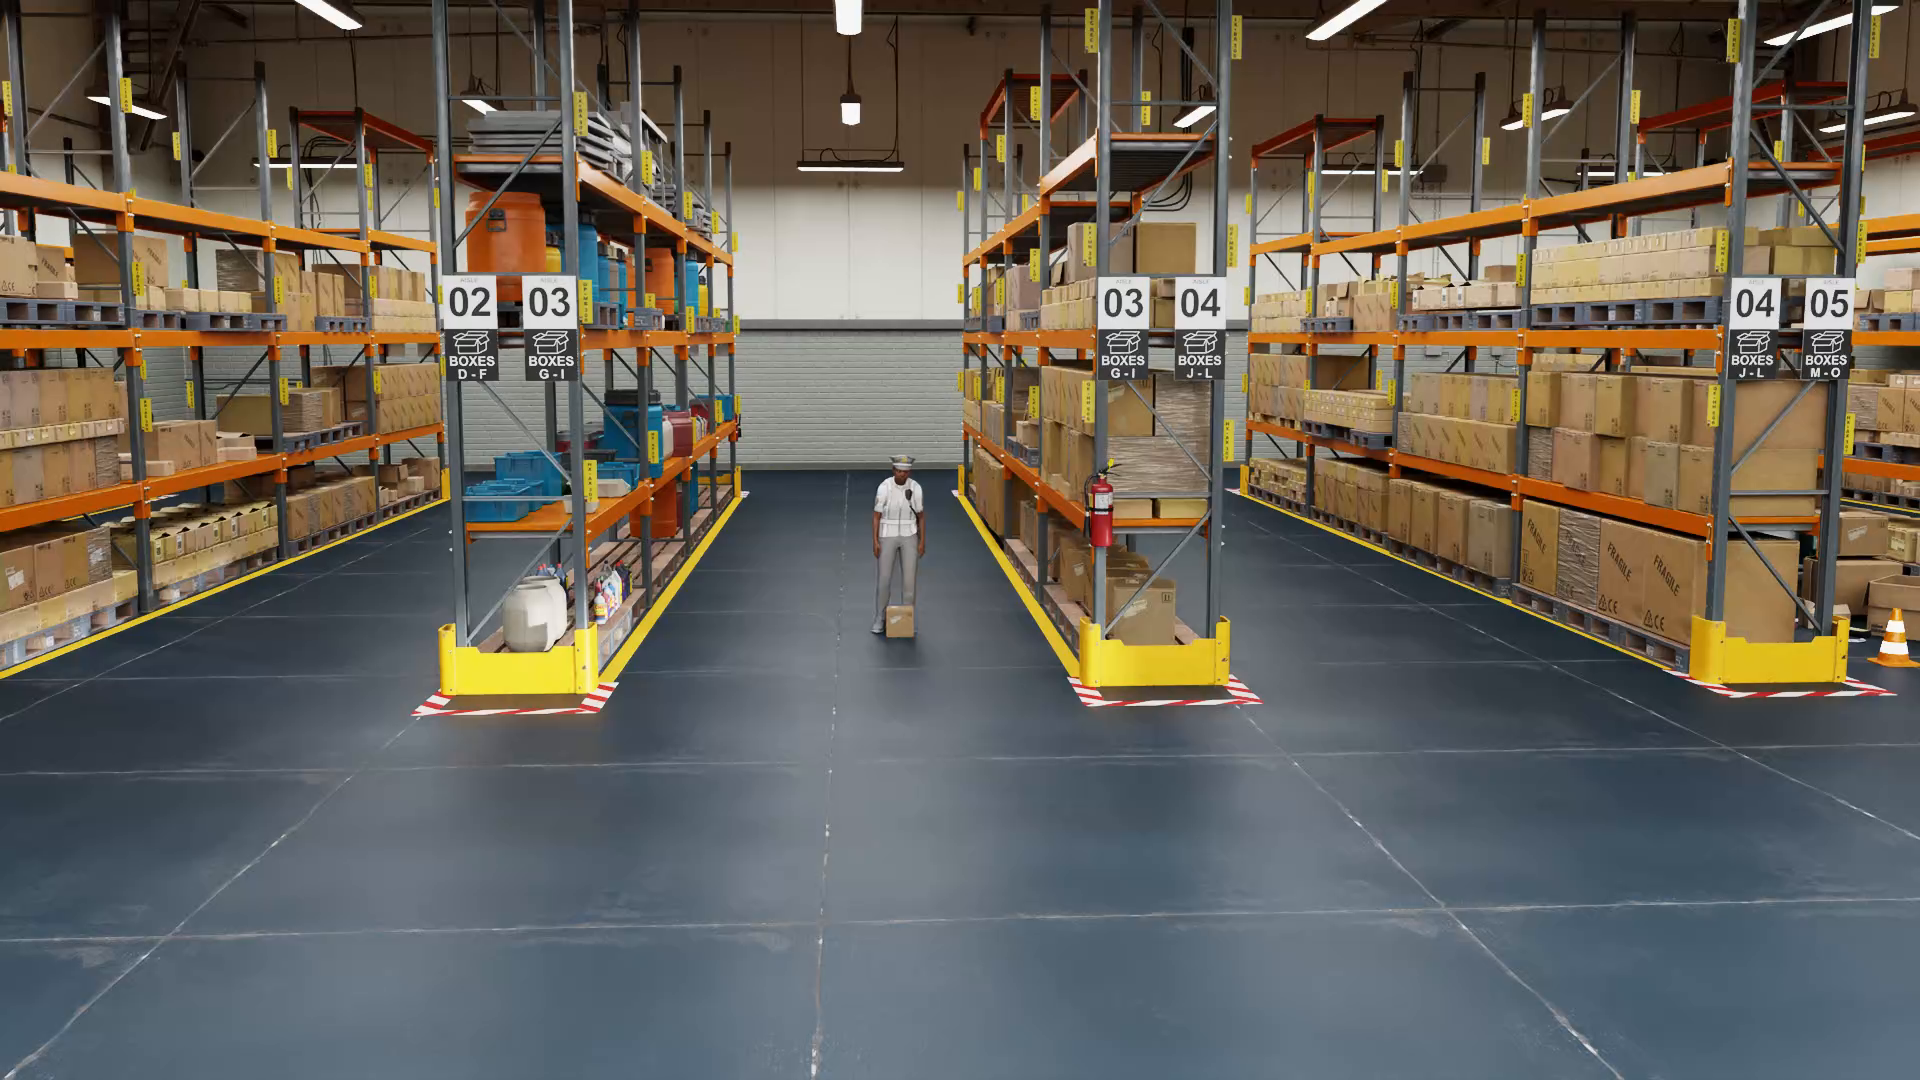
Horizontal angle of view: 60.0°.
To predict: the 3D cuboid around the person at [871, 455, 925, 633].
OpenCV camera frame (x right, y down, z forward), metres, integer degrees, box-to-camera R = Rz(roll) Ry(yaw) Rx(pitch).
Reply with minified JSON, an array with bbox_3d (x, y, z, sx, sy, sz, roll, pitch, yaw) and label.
[{"bbox_3d":[-0.579,0.029,15.520,0.524,1.658,0.427,-1,7,-7],"label":"person"}]
